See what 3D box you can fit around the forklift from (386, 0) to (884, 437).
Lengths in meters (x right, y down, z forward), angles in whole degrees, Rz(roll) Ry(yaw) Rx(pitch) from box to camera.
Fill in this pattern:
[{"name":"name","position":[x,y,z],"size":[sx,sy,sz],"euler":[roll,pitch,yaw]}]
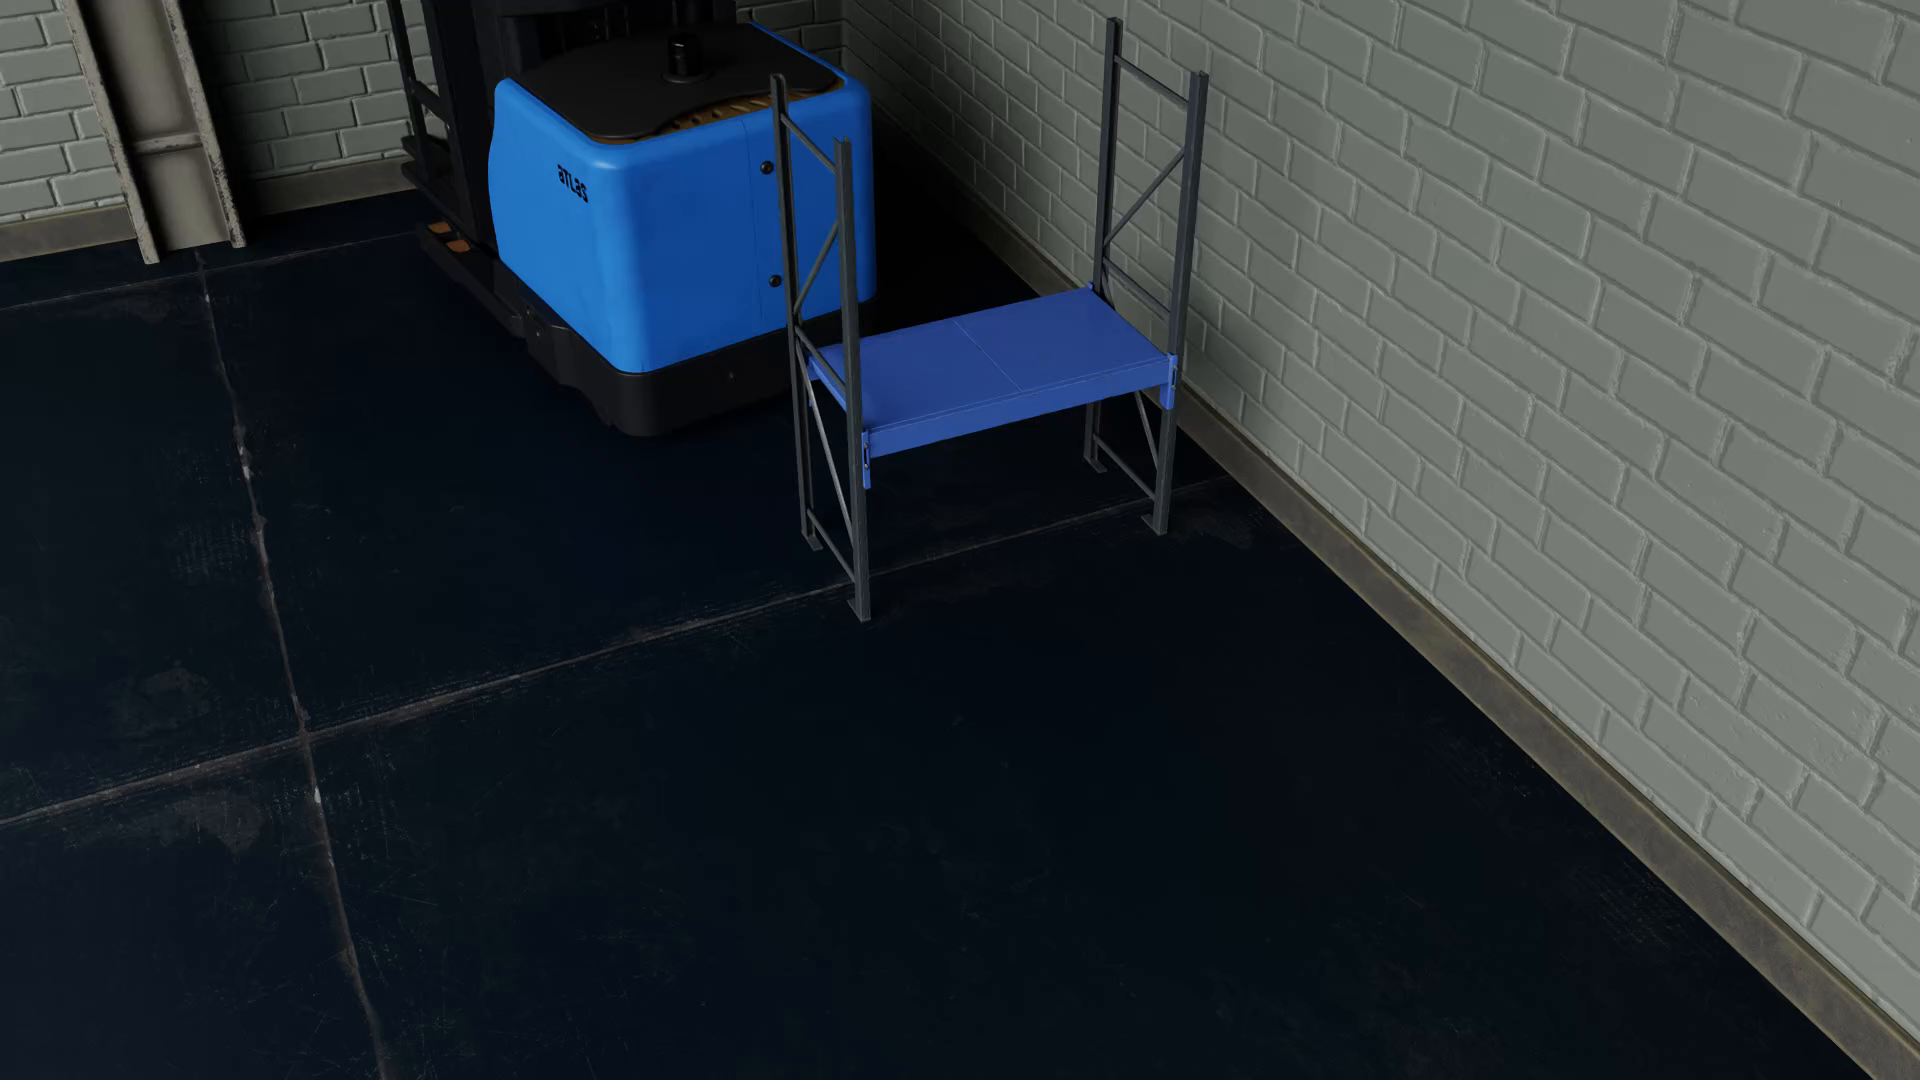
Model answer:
[{"name":"forklift","position":[-1.539,-2.358,5.968],"size":[1.130,2.935,3.031],"euler":[-23,42,-28]}]

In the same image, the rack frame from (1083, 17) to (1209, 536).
[{"name":"rack frame","position":[0.537,-0.753,5.006],"size":[0.032,1.500,0.500],"euler":[-16,39,-20]}]

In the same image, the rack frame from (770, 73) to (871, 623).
[{"name":"rack frame","position":[-0.383,-0.495,4.659],"size":[0.032,1.500,0.500],"euler":[-16,39,-20]}]

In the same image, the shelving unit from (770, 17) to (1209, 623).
[{"name":"shelving unit","position":[0.077,-0.624,4.832],"size":[1.048,1.500,0.538],"euler":[-16,39,-20]}]

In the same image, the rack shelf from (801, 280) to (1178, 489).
[{"name":"rack shelf","position":[0.077,-0.480,4.939],"size":[1.000,0.185,0.538],"euler":[-16,39,-20]}]

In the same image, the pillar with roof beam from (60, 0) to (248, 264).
[{"name":"pillar with roof beam","position":[-1.367,-2.545,1.128],"size":[0.400,9.000,9.100],"euler":[-16,39,-20]}]
